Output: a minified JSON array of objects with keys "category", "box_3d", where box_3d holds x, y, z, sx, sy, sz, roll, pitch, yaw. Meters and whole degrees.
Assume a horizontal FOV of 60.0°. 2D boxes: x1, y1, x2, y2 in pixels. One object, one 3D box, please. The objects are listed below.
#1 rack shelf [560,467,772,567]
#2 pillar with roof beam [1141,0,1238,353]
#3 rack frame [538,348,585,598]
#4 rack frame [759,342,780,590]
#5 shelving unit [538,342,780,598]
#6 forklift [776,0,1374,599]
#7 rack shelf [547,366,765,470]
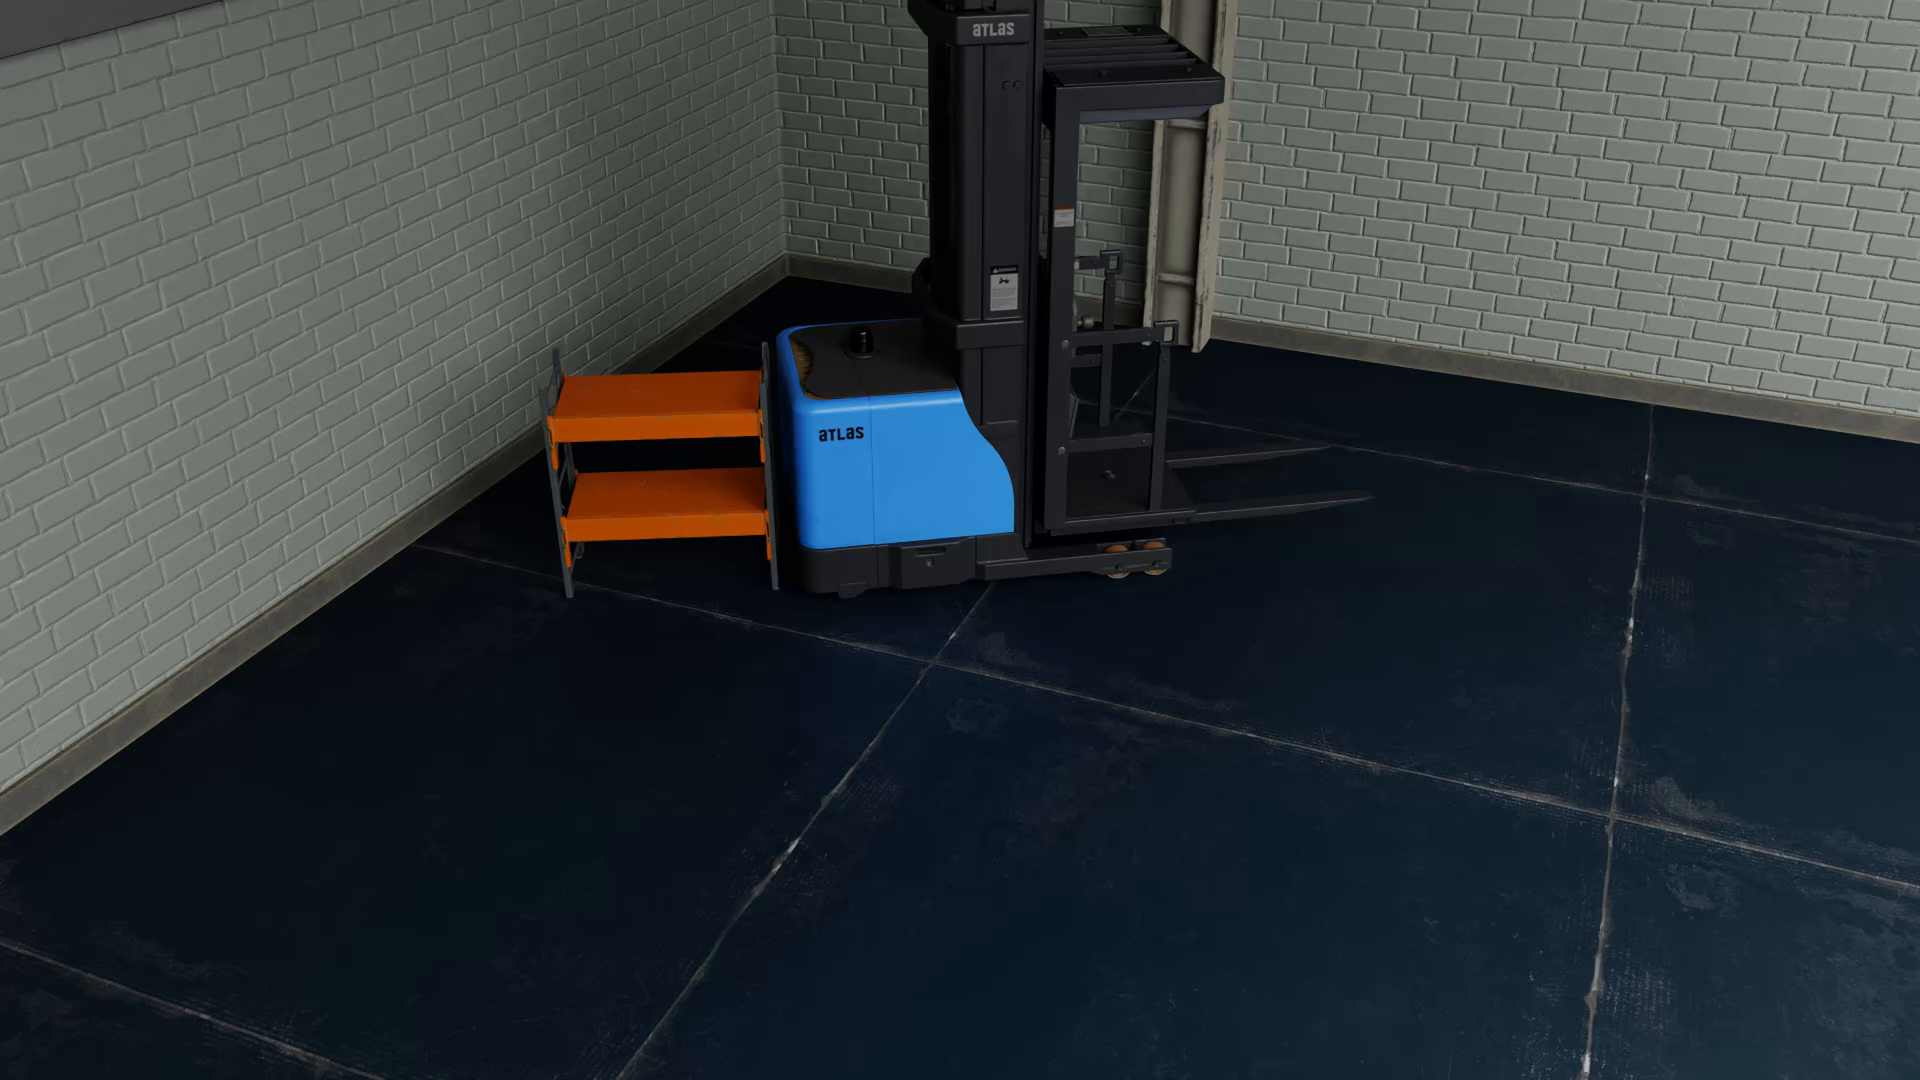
[{"category":"rack shelf","box_3d":[-1.448,-0.131,8.336,1.000,0.278,0.538,-2,30,-4]},{"category":"pillar with roof beam","box_3d":[-0.174,-3.290,5.426,0.400,9.000,9.100,11,31,19]},{"category":"rack frame","box_3d":[-1.955,-0.325,8.182,0.032,1.125,0.500,-2,30,-4]},{"category":"rack frame","box_3d":[-0.941,-0.363,8.249,0.032,1.125,0.500,-2,30,-4]},{"category":"shelving unit","box_3d":[-1.448,-0.344,8.216,1.048,1.125,0.538,-2,30,-4]},{"category":"forklift","box_3d":[0.617,-1.332,8.128,3.031,2.935,1.130,-5,30,-9]},{"category":"rack shelf","box_3d":[-1.448,-0.599,8.072,1.000,0.278,0.538,-2,30,-4]}]
